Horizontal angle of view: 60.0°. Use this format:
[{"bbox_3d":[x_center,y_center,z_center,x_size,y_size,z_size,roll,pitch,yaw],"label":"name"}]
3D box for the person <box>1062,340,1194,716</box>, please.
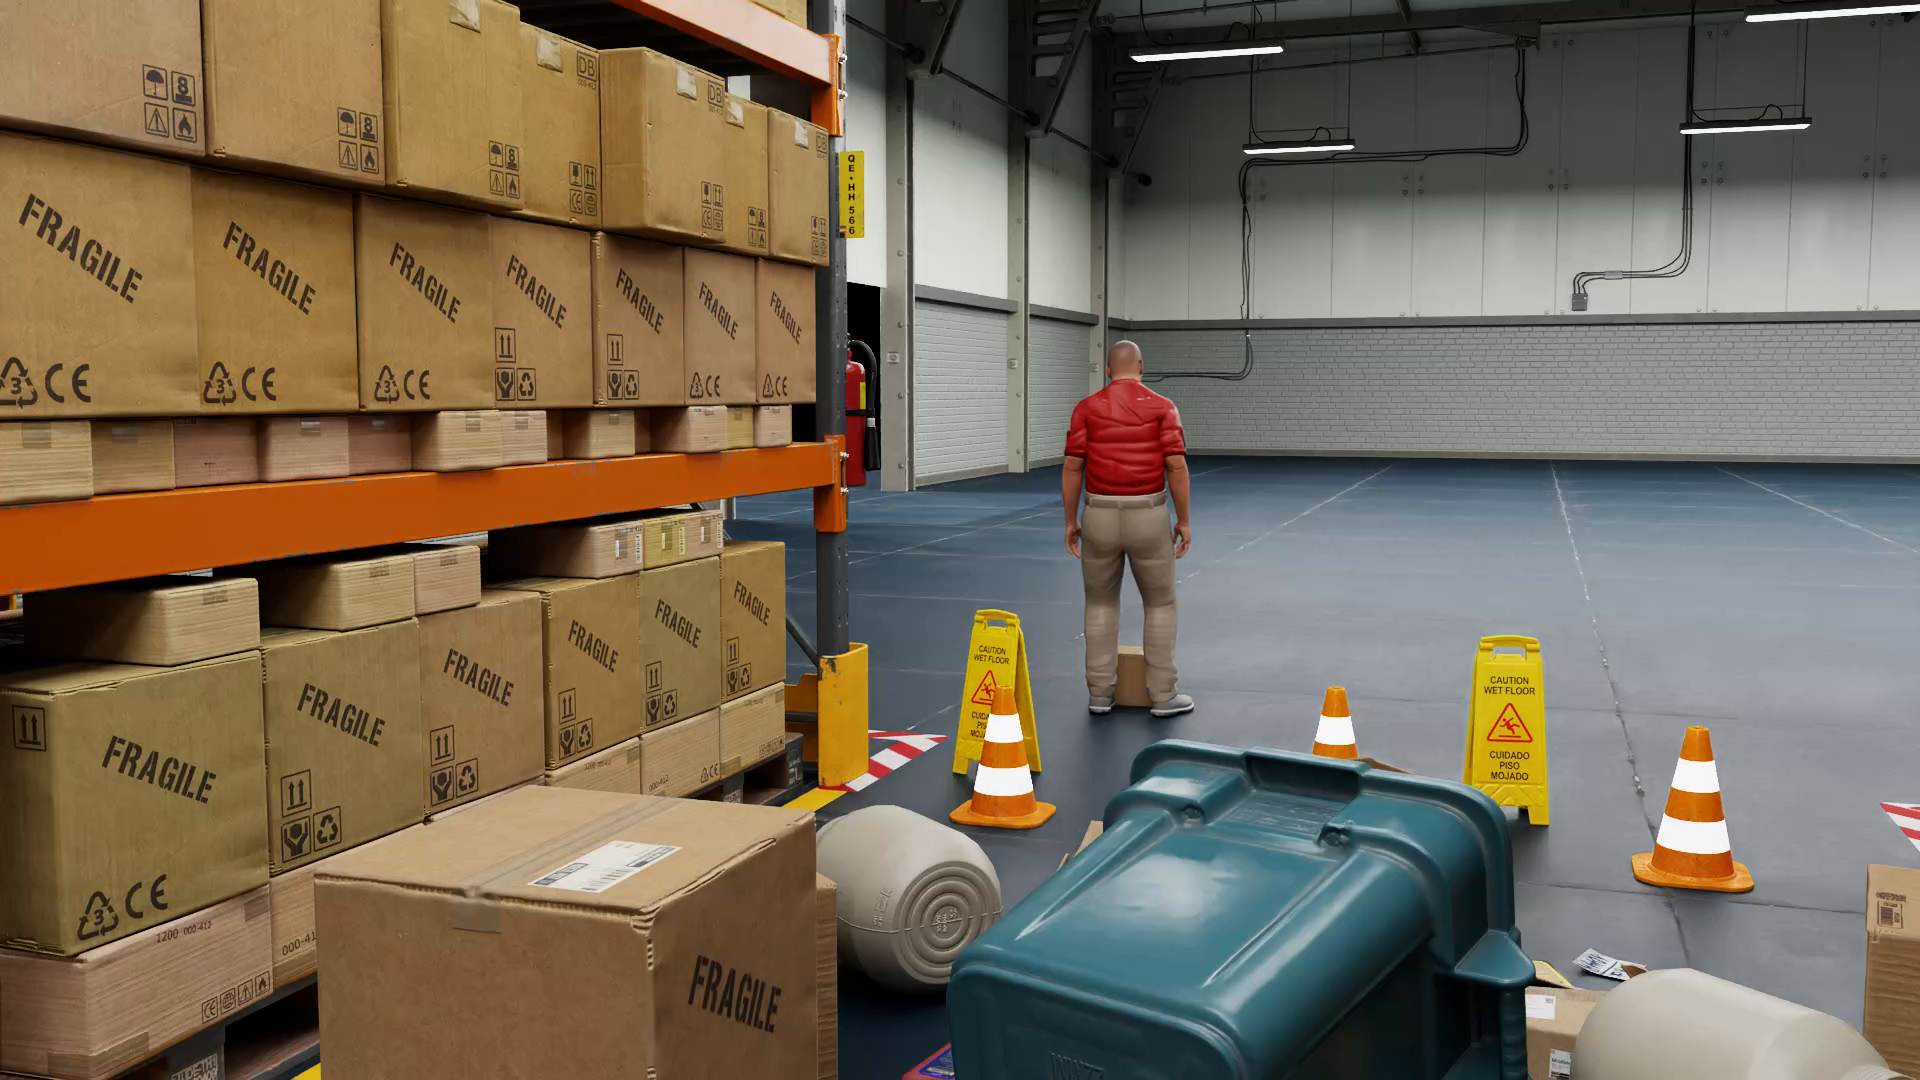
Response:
[{"bbox_3d":[0.778,-0.058,7.714,0.606,1.727,0.391,1,5,15],"label":"person"}]
